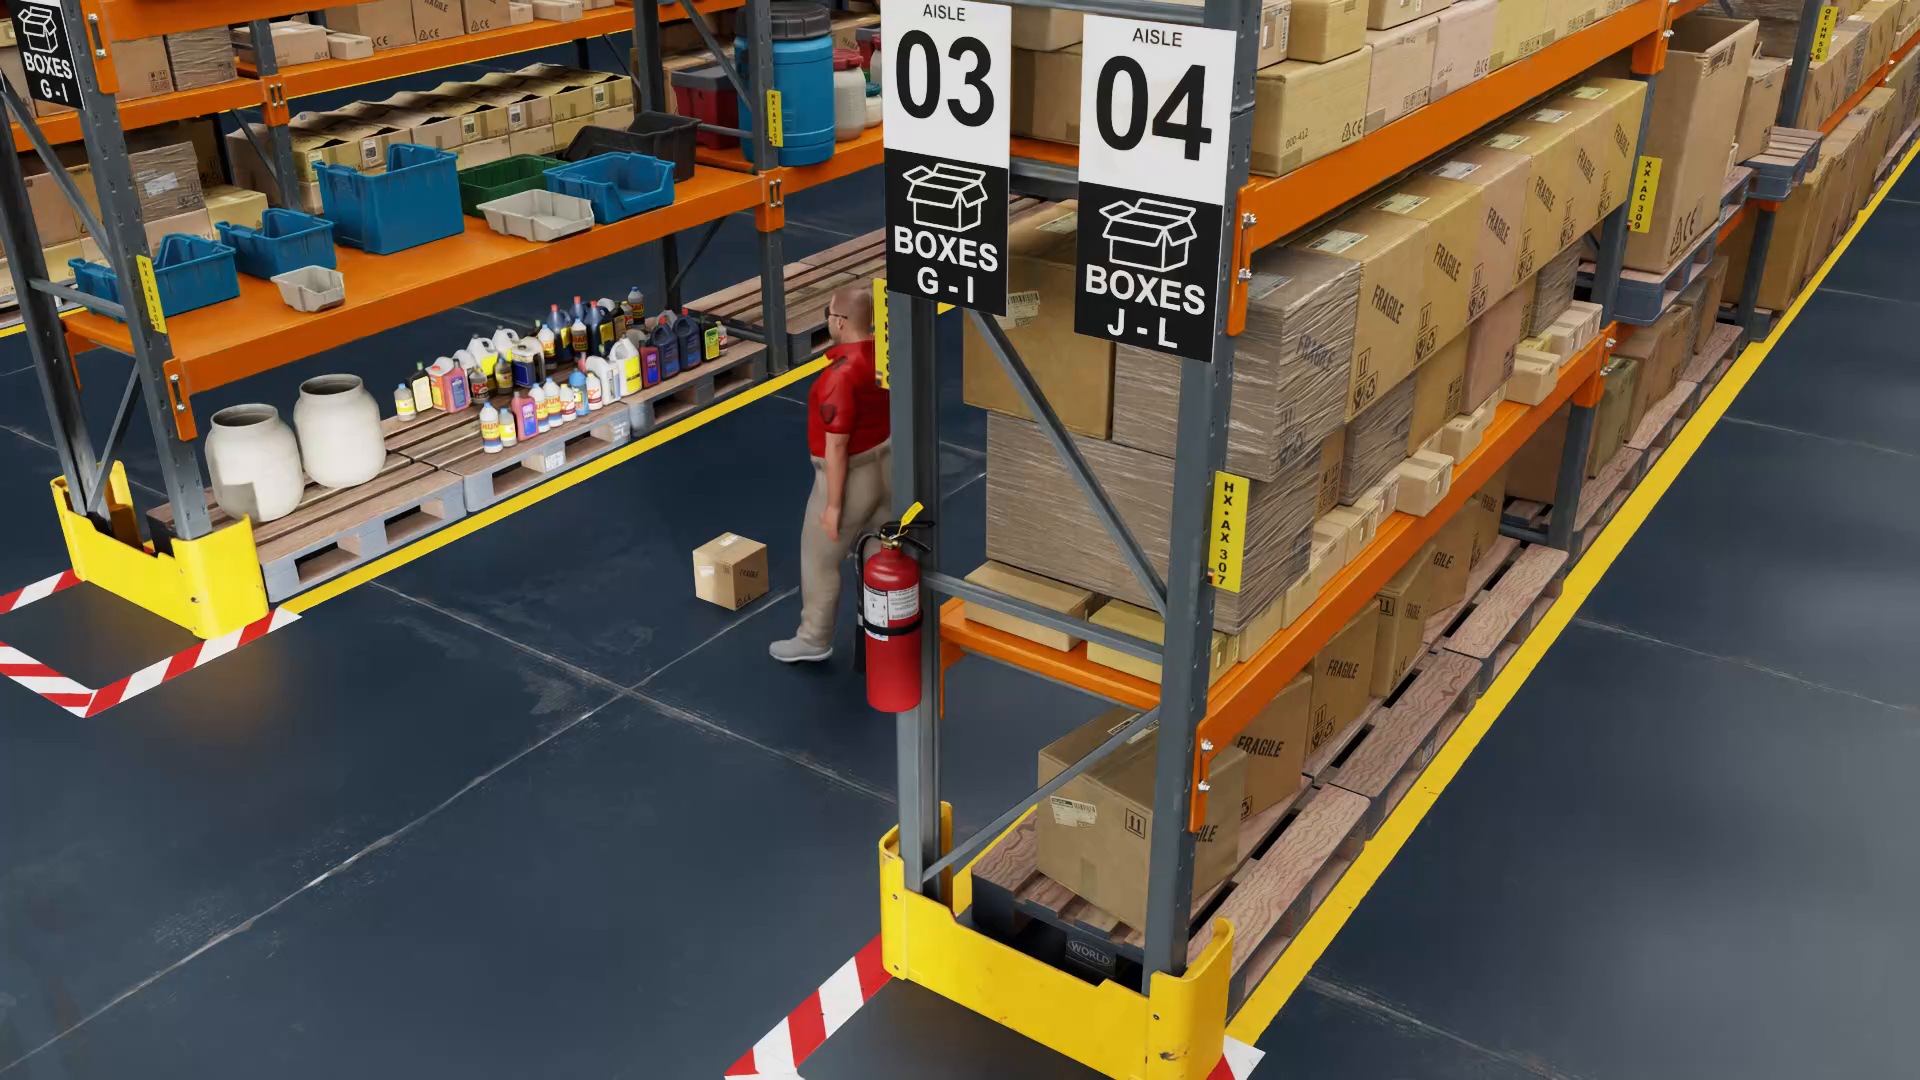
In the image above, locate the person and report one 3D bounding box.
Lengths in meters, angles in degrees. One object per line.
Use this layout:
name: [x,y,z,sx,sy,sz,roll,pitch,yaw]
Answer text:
person: [-0.503,-0.254,7.138,0.629,1.753,0.551,19,33,33]
